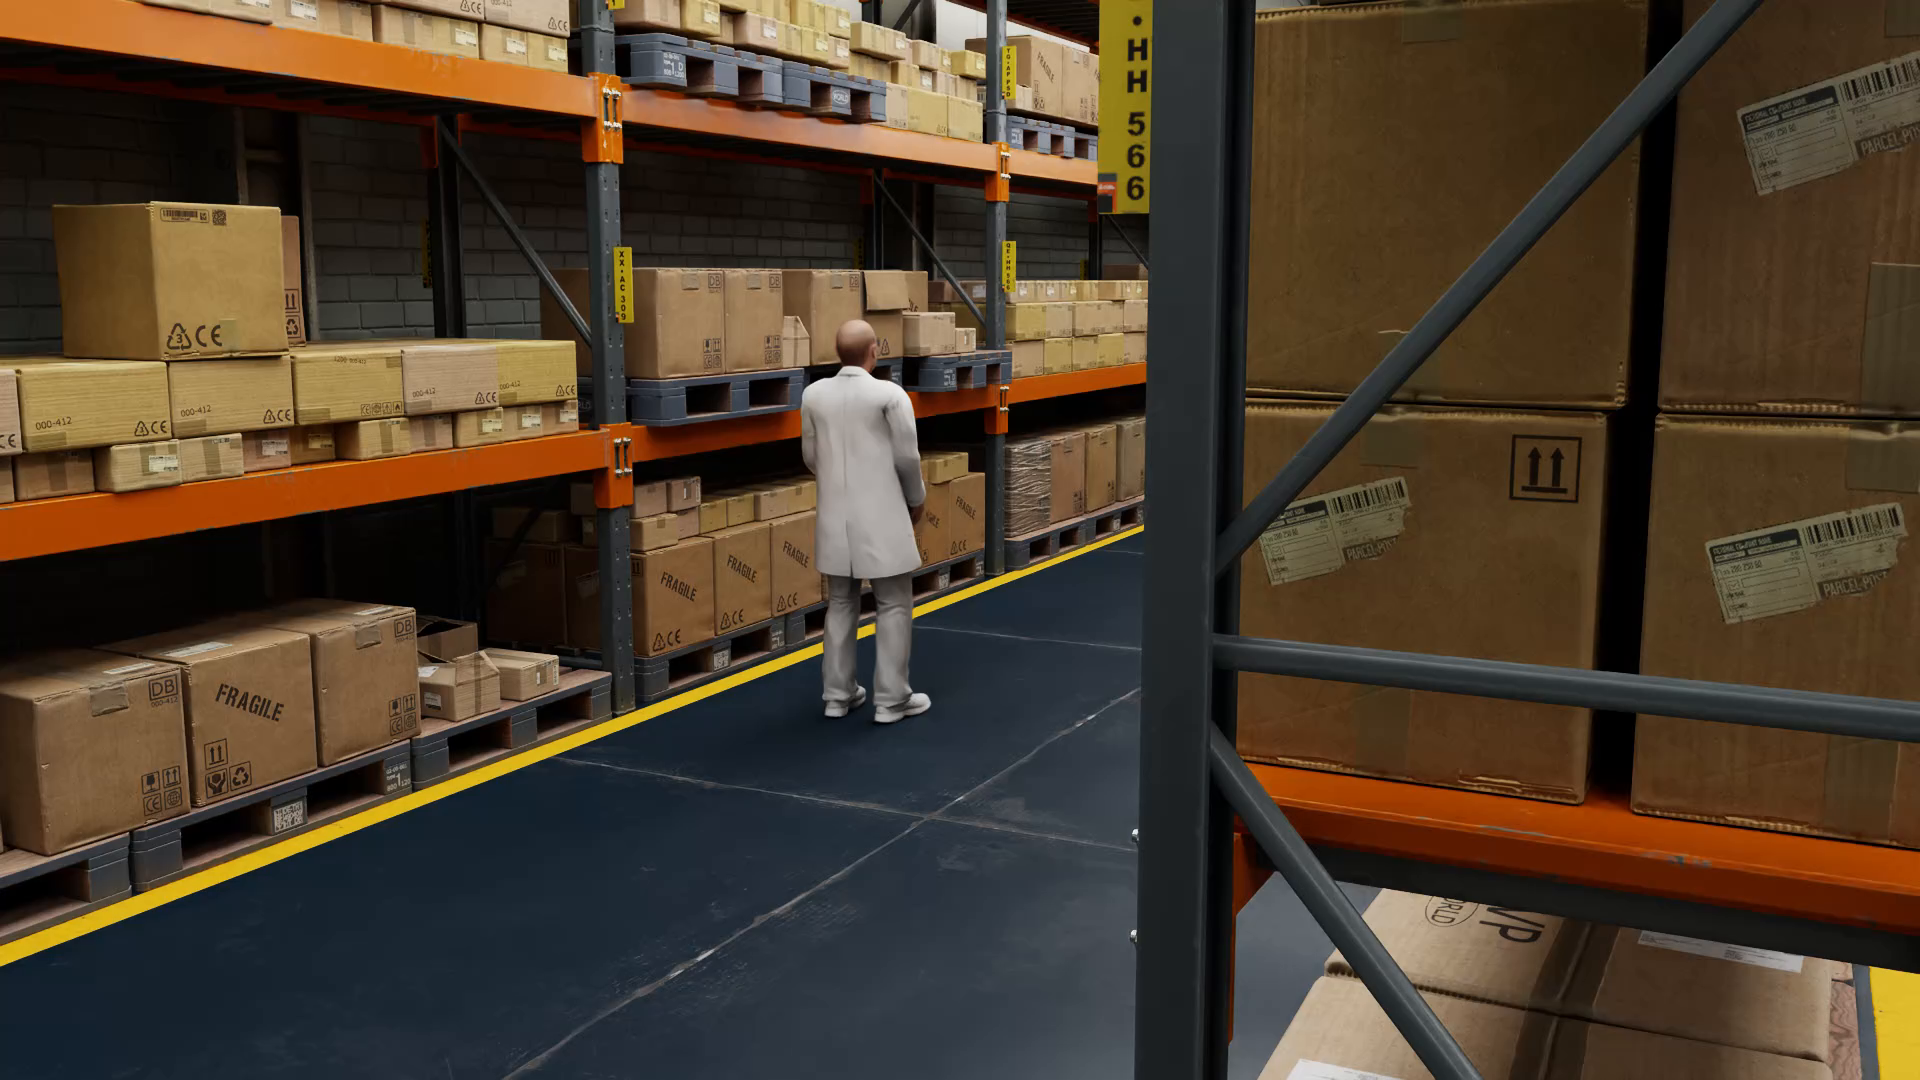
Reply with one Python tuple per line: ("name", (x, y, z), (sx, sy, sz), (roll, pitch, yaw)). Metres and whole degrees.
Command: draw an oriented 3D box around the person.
("person", (-0.407, -0.096, 7.498), (0.569, 1.783, 0.489), (4, 10, 24))
